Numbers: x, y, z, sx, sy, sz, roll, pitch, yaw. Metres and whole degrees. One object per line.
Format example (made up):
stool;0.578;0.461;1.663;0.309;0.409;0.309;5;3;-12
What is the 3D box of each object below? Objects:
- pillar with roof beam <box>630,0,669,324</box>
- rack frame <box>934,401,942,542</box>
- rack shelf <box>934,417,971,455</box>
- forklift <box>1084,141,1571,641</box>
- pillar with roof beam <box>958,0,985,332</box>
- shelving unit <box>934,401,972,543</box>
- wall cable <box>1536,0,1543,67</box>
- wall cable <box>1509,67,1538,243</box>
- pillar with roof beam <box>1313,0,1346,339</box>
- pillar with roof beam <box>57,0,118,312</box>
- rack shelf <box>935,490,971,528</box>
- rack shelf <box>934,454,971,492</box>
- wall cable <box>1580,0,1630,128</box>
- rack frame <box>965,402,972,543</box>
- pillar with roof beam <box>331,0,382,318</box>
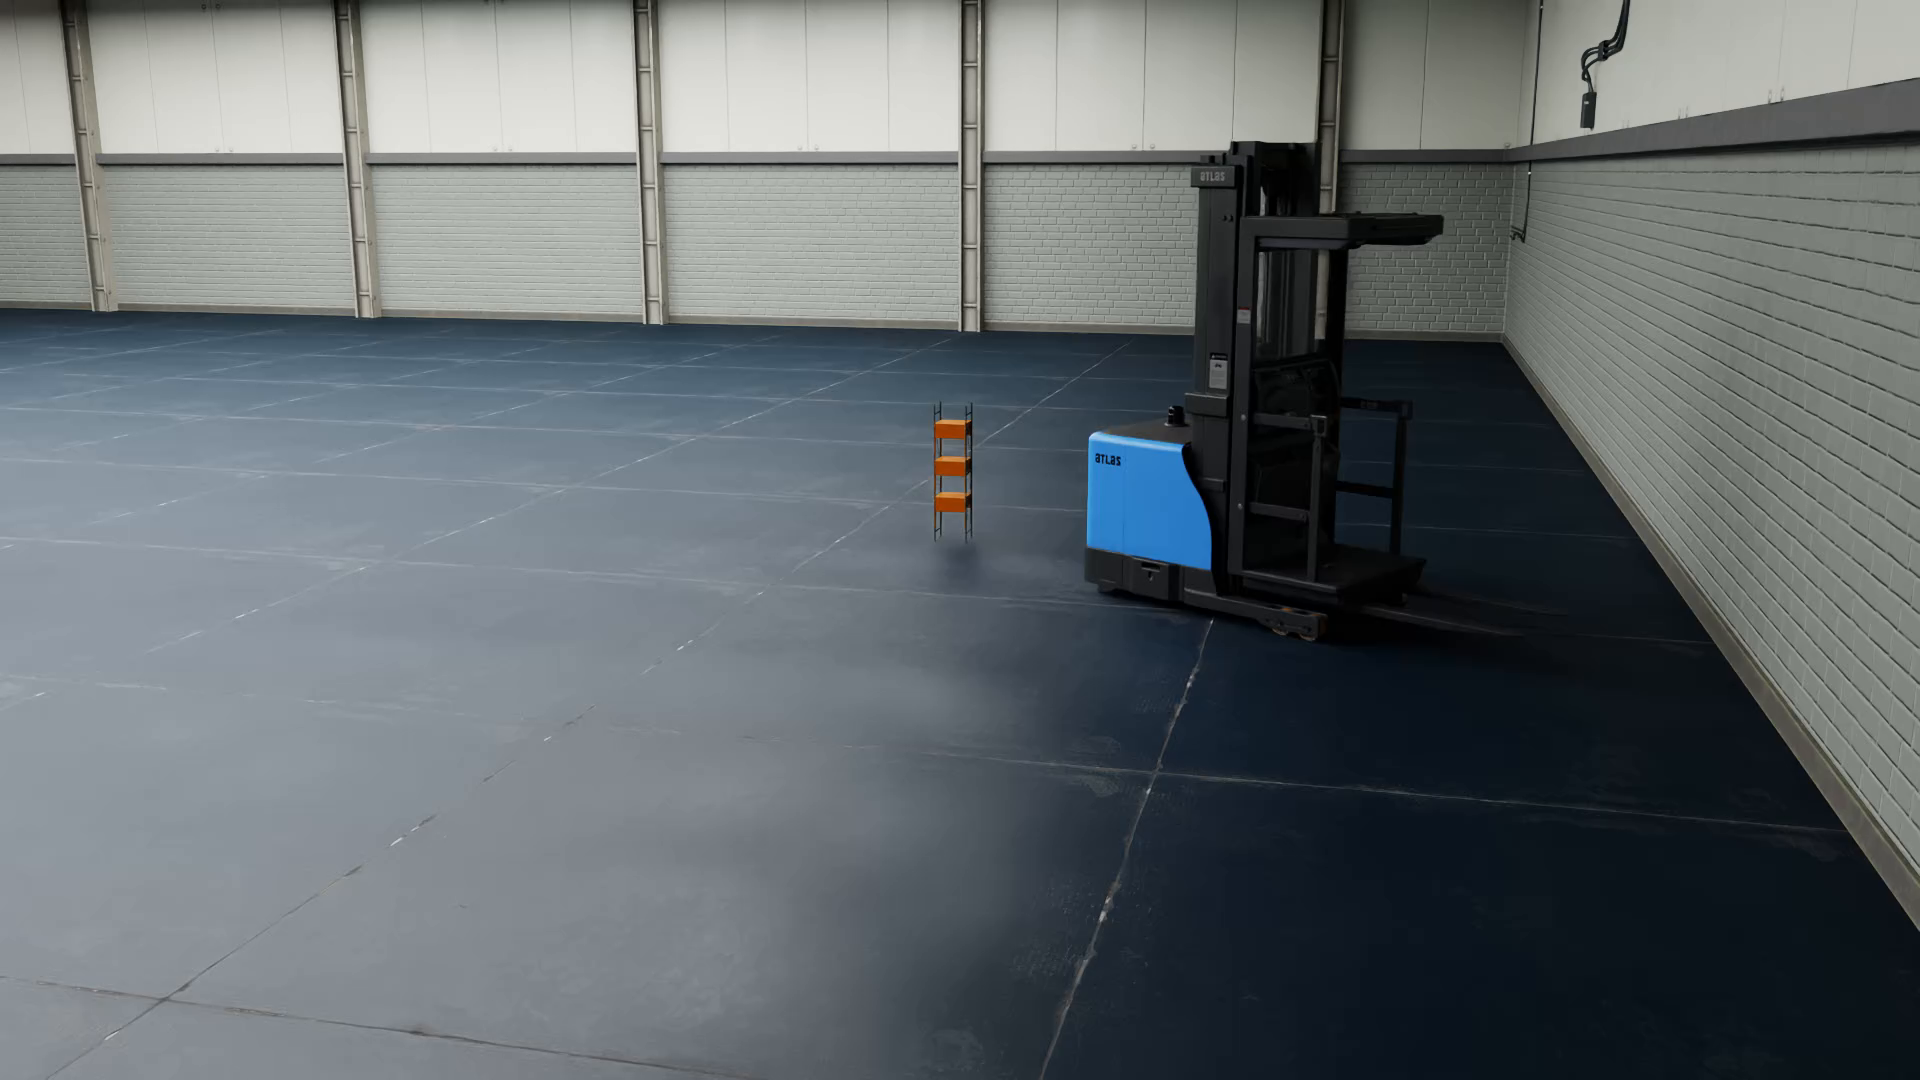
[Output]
pillar with roof beam;-6.658;-7.501;25.767;0.400;9.000;9.100;3;13;14
rack frame;-0.170;-0.522;12.661;0.008;1.050;0.200;3;13;14
rack shelf;-0.052;-0.782;12.573;0.240;0.259;0.215;3;13;14
forklift;2.254;-0.950;10.249;3.031;2.935;1.130;11;17;42
pillar with roof beam;-0.833;-7.190;24.363;0.400;9.000;9.100;3;13;14
shelving unit;-0.052;-0.515;12.633;0.252;1.050;0.215;3;13;14
wall cable;7.919;-7.733;22.323;0.112;2.526;3.097;3;13;14
wall cable;8.567;-5.837;25.434;0.112;2.526;3.097;3;13;14
pillar with roof beam;4.993;-6.878;22.960;0.400;9.000;9.100;3;13;14
pillar with roof beam;-18.308;-8.124;28.574;0.400;9.000;9.100;3;13;14
rack shelf;-0.052;-0.234;12.695;0.240;0.259;0.215;3;13;14
rack shelf;-0.052;-0.505;12.635;0.240;0.259;0.215;3;13;14
wall cable;6.277;-7.017;15.735;0.169;6.003;2.305;3;13;14
rack frame;0.067;-0.509;12.604;0.008;1.050;0.200;3;13;14
pillar with roof beam;-12.483;-7.812;27.170;0.400;9.000;9.100;3;13;14
